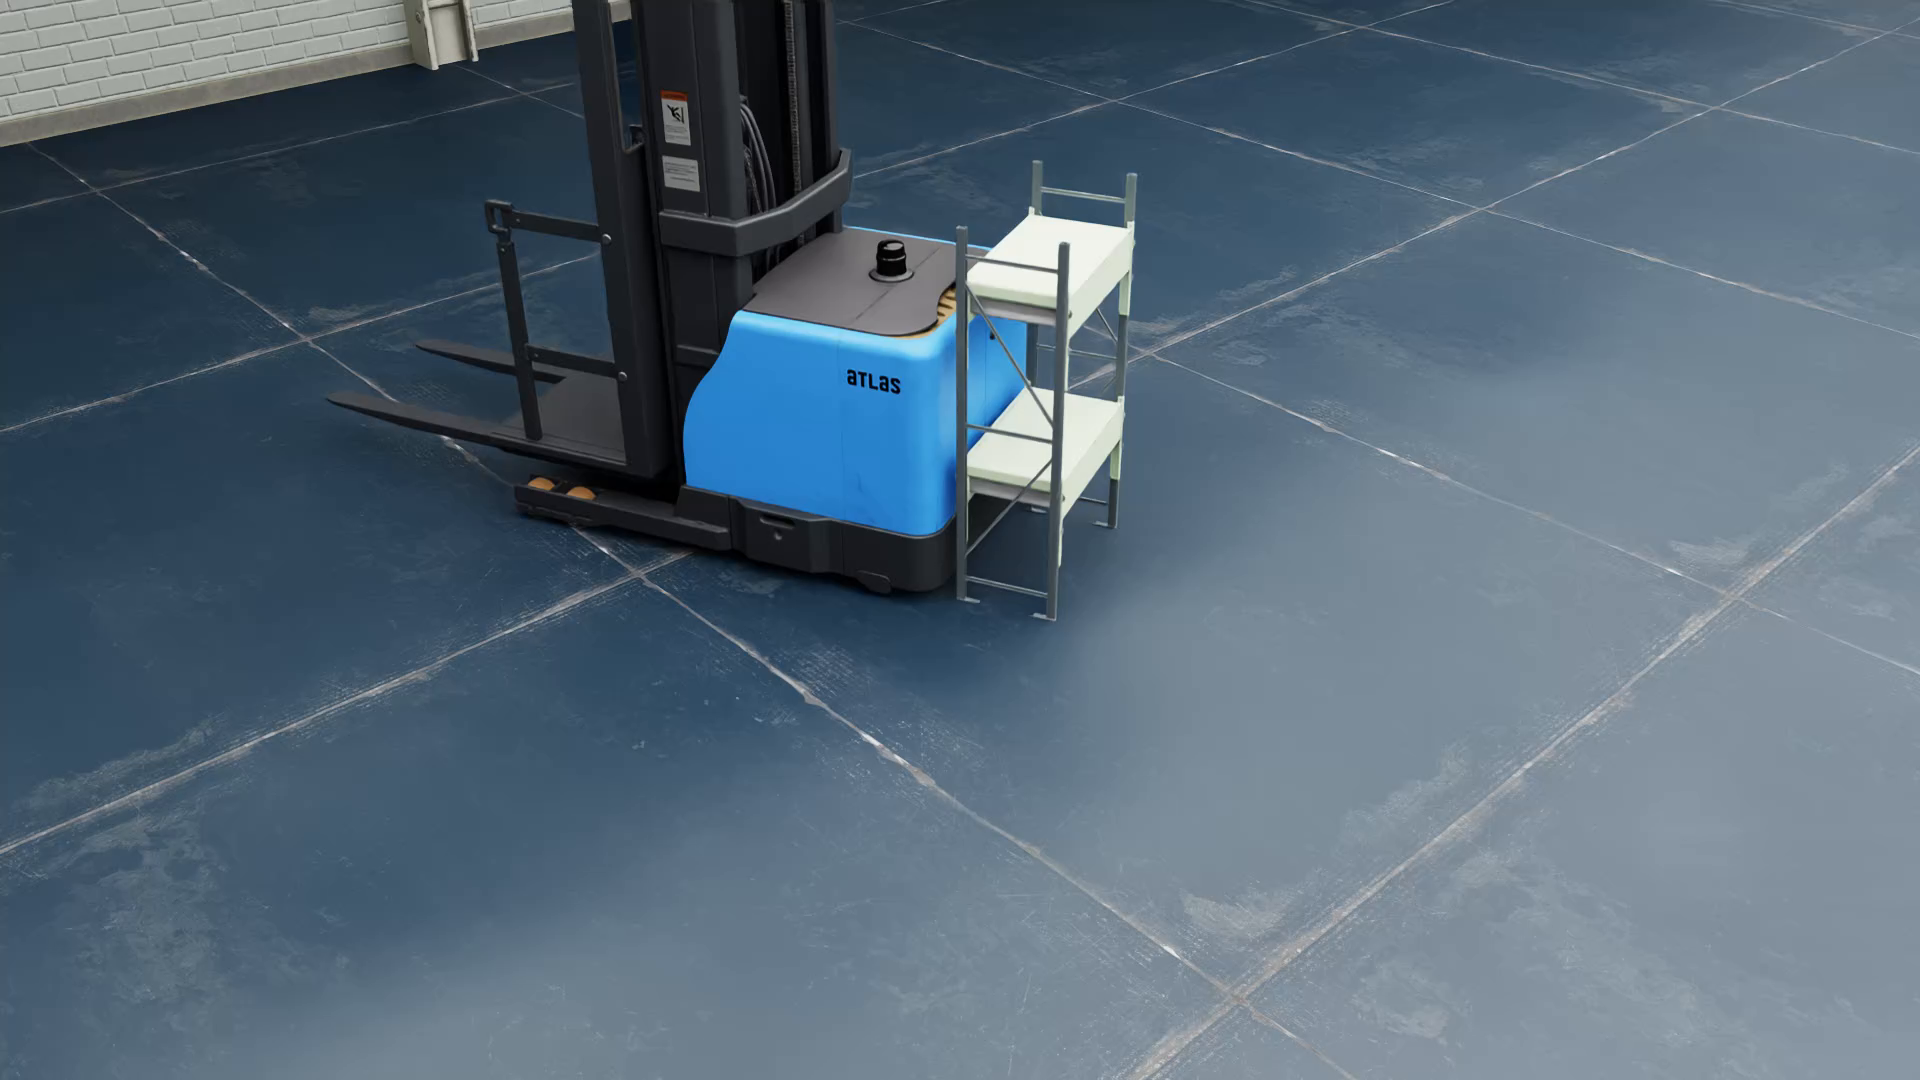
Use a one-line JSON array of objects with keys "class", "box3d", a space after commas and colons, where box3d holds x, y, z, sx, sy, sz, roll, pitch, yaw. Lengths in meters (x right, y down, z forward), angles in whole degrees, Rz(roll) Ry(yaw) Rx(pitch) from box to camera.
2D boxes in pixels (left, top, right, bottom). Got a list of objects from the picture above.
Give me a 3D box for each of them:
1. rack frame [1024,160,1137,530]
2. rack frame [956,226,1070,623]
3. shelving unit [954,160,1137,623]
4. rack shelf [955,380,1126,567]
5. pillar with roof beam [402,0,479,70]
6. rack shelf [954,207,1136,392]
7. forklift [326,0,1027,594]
[{"class": "rack frame", "box3d": [0.456, -0.727, 6.502, 0.400, 1.500, 0.023, 12, 34, 19]}, {"class": "rack frame", "box3d": [0.175, -0.375, 5.925, 0.400, 1.500, 0.023, 12, 34, 19]}, {"class": "shelving unit", "box3d": [0.316, -0.551, 6.214, 0.431, 1.500, 0.755, 12, 34, 19]}, {"class": "rack shelf", "box3d": [0.316, -0.273, 6.384, 0.431, 0.370, 0.720, 12, 34, 19]}, {"class": "pillar with roof beam", "box3d": [-1.017, -5.868, 7.720, 0.400, 9.000, 9.100, -26, 40, -35]}, {"class": "rack shelf", "box3d": [0.316, -0.884, 6.010, 0.431, 0.370, 0.720, 12, 34, 19]}, {"class": "forklift", "box3d": [-1.284, -1.537, 6.454, 3.031, 2.935, 1.130, 13, 34, 20]}]
